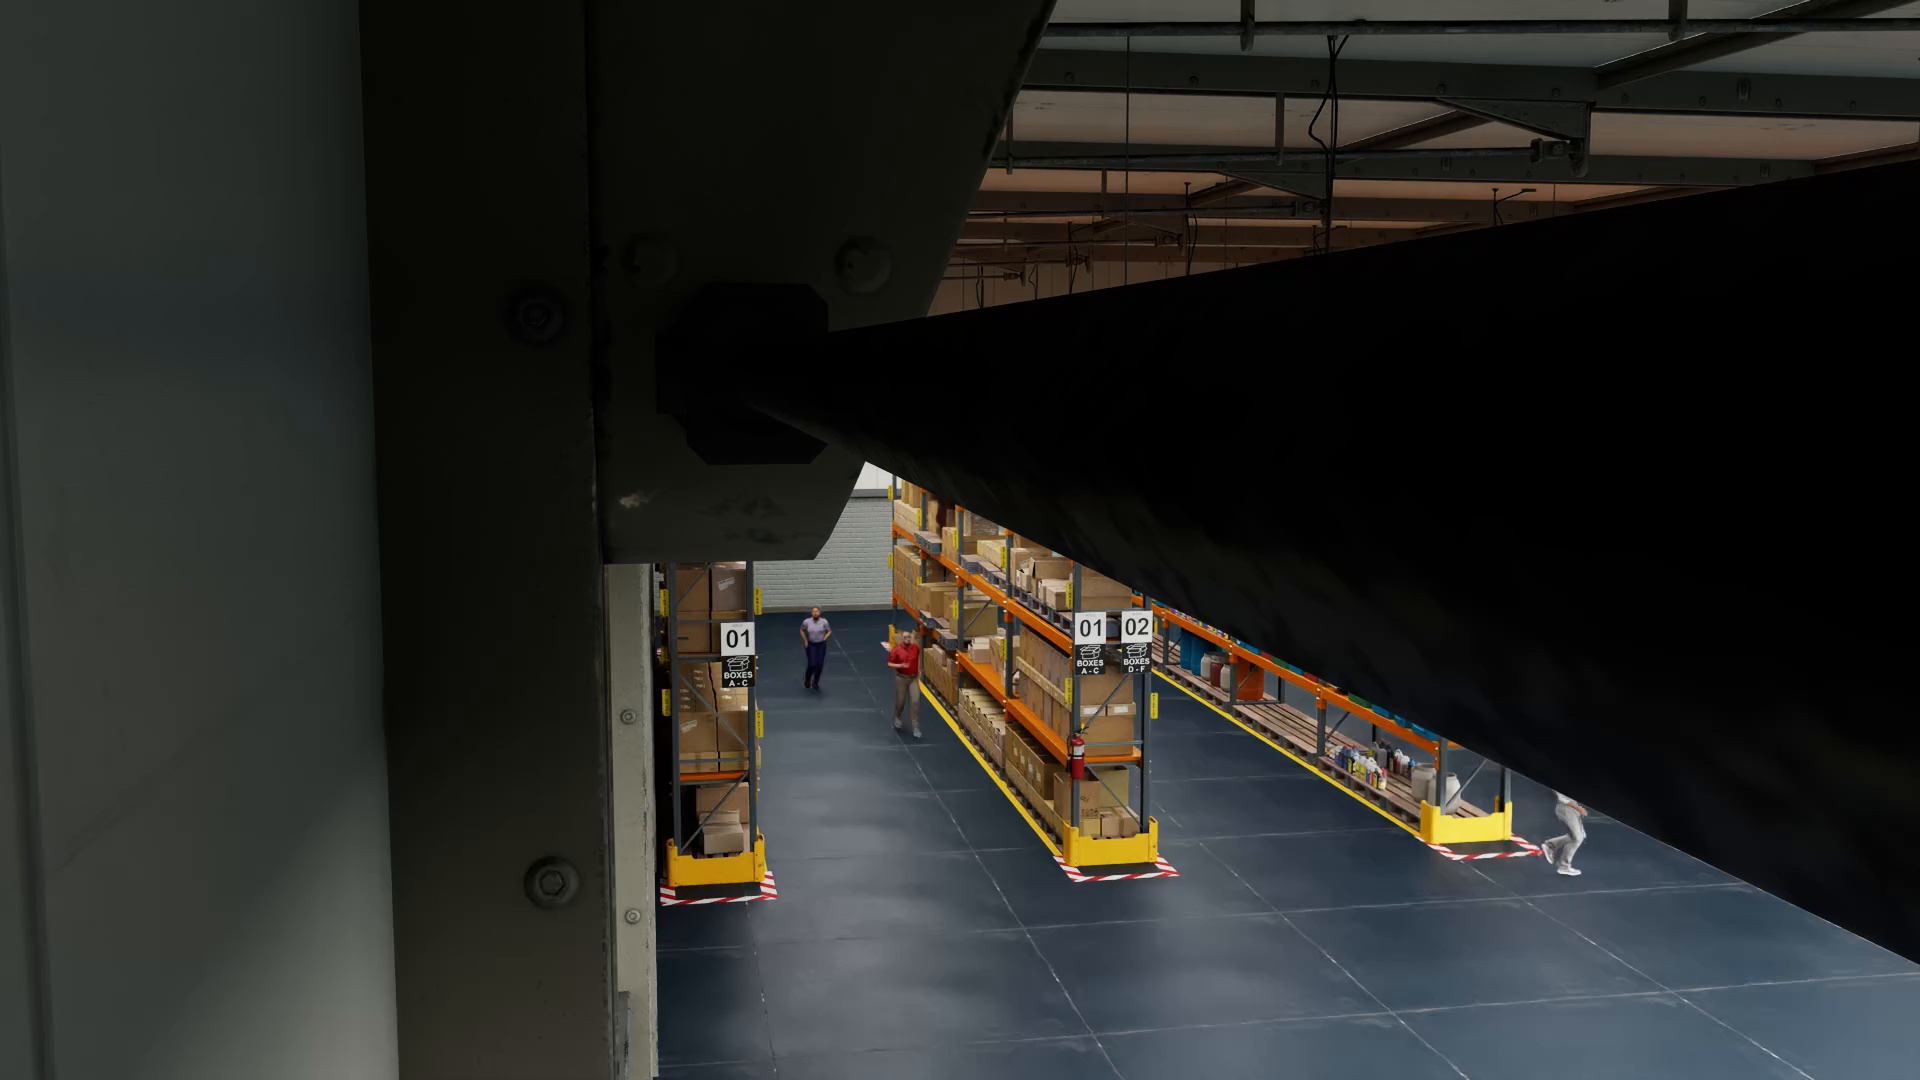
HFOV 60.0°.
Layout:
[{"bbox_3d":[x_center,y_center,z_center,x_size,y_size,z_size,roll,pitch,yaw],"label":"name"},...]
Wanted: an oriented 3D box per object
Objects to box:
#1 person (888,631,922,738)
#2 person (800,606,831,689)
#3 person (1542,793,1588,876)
[{"bbox_3d":[-0.917,2.409,28.221,0.653,1.756,0.917,-2,7,-19],"label":"person"},{"bbox_3d":[-2.751,2.077,31.932,0.587,1.613,0.568,-1,6,-14],"label":"person"},{"bbox_3d":[7.438,3.354,20.429,0.533,1.554,0.520,3,7,22],"label":"person"}]
